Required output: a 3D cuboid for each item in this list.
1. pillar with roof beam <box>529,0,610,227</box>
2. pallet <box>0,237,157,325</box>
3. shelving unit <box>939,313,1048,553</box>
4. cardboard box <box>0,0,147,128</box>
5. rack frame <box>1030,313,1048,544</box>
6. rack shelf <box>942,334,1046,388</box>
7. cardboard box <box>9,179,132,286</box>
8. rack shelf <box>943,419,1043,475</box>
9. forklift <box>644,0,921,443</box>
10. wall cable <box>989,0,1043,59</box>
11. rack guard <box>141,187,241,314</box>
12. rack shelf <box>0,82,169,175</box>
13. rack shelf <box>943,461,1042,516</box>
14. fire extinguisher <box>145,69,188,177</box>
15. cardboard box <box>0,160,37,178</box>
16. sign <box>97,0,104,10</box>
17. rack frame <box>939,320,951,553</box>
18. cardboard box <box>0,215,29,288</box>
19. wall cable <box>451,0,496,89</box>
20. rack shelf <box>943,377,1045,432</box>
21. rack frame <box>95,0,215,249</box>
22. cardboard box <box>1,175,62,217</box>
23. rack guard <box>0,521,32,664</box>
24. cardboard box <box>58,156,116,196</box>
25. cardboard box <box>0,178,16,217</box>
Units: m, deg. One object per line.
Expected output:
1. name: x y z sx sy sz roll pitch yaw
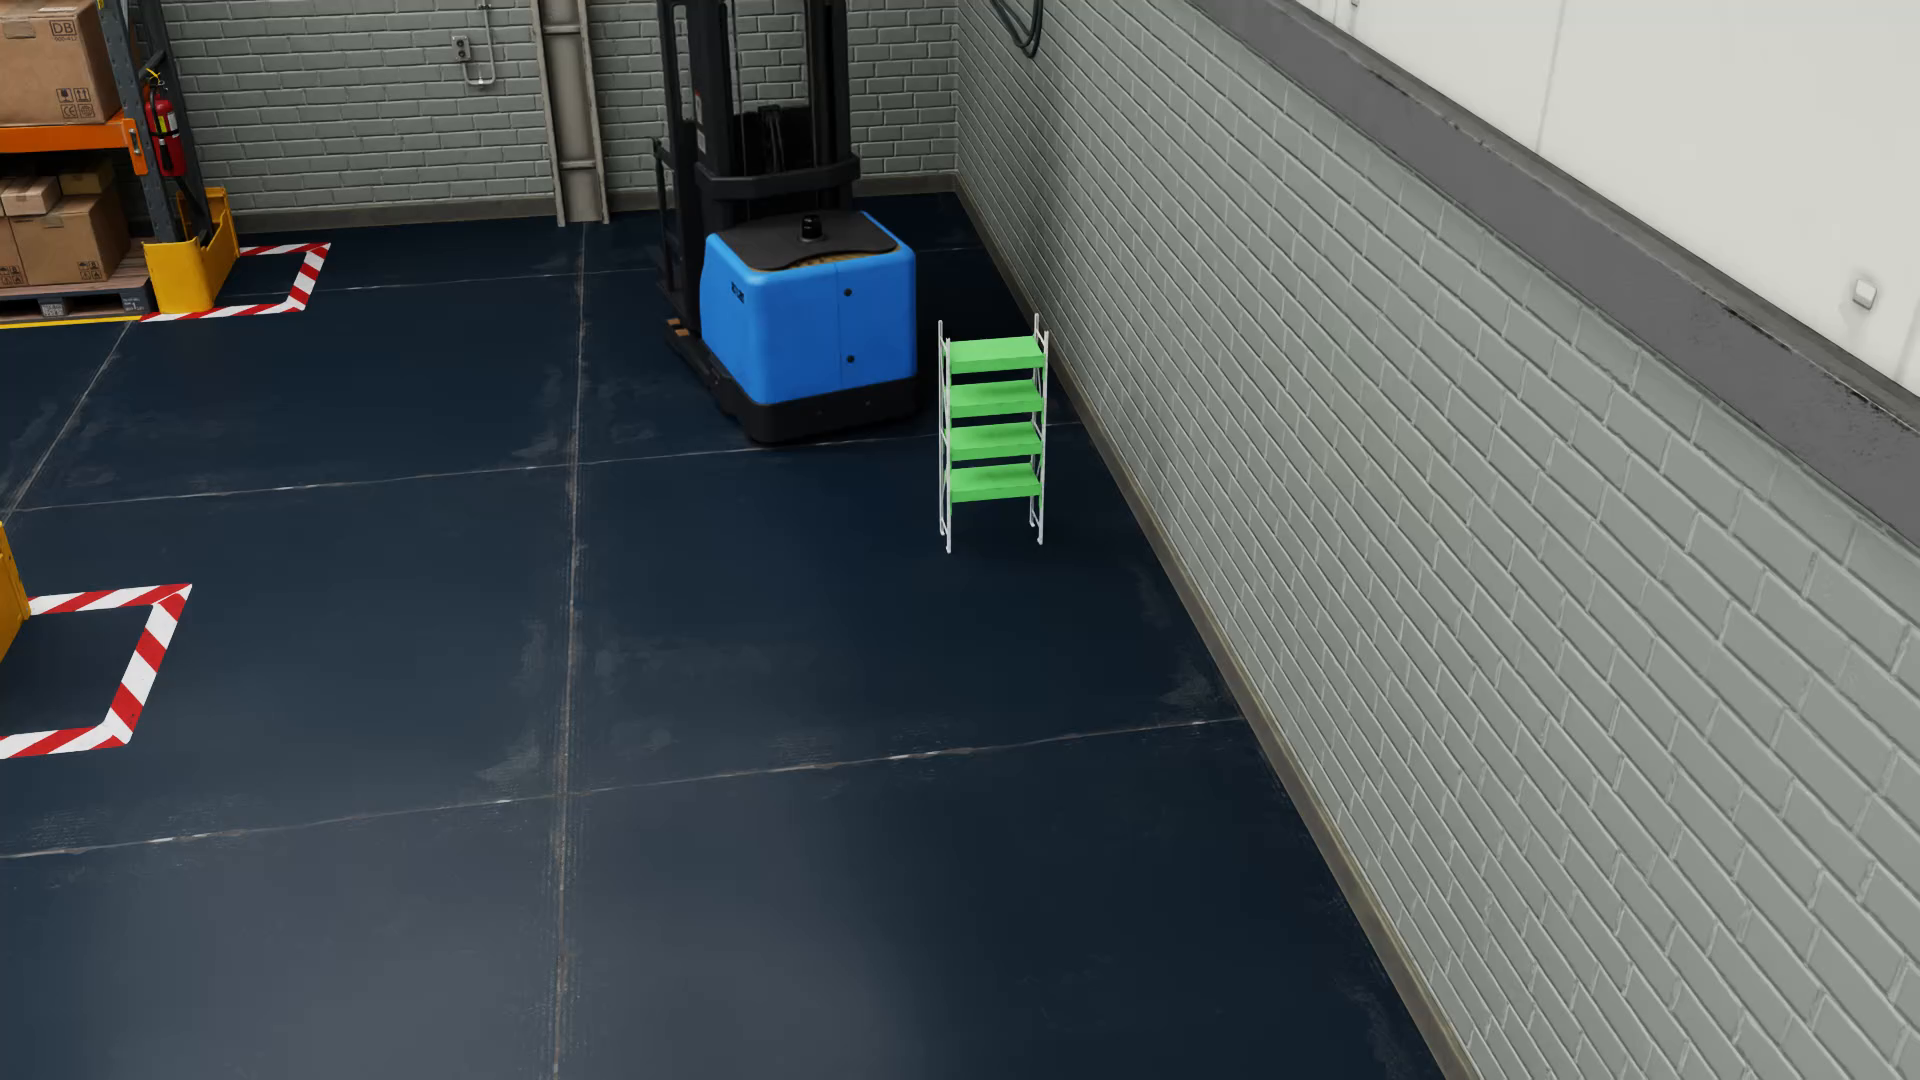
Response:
1. pillar with roof beam: -2.168 -4.253 7.105 0.400 9.000 9.100 -5 31 -9
2. pallet: -6.216 -1.822 11.640 1.213 0.211 1.003 -5 31 -9
3. shelving unit: 0.163 -0.532 8.472 0.503 1.200 0.258 -5 31 -9
4. cardboard box: -5.944 -3.213 10.960 0.700 0.700 0.980 -4 31 -7
5. rack frame: 0.403 -0.555 8.509 0.015 1.200 0.240 -5 31 -9
6. rack shelf: 0.163 -0.891 8.261 0.480 0.148 0.258 -5 31 -9
7. cardboard box: -6.114 -2.125 11.457 0.500 0.500 0.700 -5 31 -9
8. rack shelf: 0.163 -0.477 8.504 0.480 0.148 0.258 -5 31 -9
9. forklift: -1.313 -2.551 10.196 1.130 2.935 3.031 -13 33 -21
10. wall cable: 0.184 -4.721 10.965 0.112 2.526 3.097 -5 31 -9
11. rack guard: -5.420 -2.060 11.761 0.348 0.500 1.175 -5 31 -9
12. rack shelf: -7.411 -2.643 10.995 4.000 0.370 1.077 -5 31 -9
13. rack shelf: 0.163 -0.270 8.626 0.480 0.148 0.258 -5 31 -9
14. fire extinguisher: -5.212 -2.725 10.870 0.183 0.674 0.296 -5 31 -9
15. cardboard box: -6.526 -2.469 11.402 0.250 0.149 0.380 -5 31 -9
16. sign: -5.360 -3.465 10.308 0.005 0.325 0.100 -5 31 -9
17. rack frame: -0.077 -0.510 8.434 0.015 1.200 0.240 -5 31 -9
18. cardboard box: -6.606 -2.080 11.379 0.500 0.500 0.700 -5 31 -9
19. wall cable: -4.355 -4.162 11.867 1.851 1.984 0.084 -5 31 -9
20. rack shelf: 0.163 -0.684 8.382 0.480 0.148 0.258 -5 31 -9
21. rack frame: -5.444 -3.136 11.123 0.127 3.000 1.000 -5 31 -9
22. cardboard box: -6.208 -2.302 11.118 0.250 0.149 0.380 -6 31 -10
23. rack guard: -4.623 0.418 7.545 0.348 0.500 1.175 -5 31 -9
24. cardboard box: -6.027 -2.516 11.482 0.250 0.149 0.380 -5 31 -9
25. cardboard box: -6.459 -2.279 11.078 0.250 0.149 0.380 -5 31 -8
